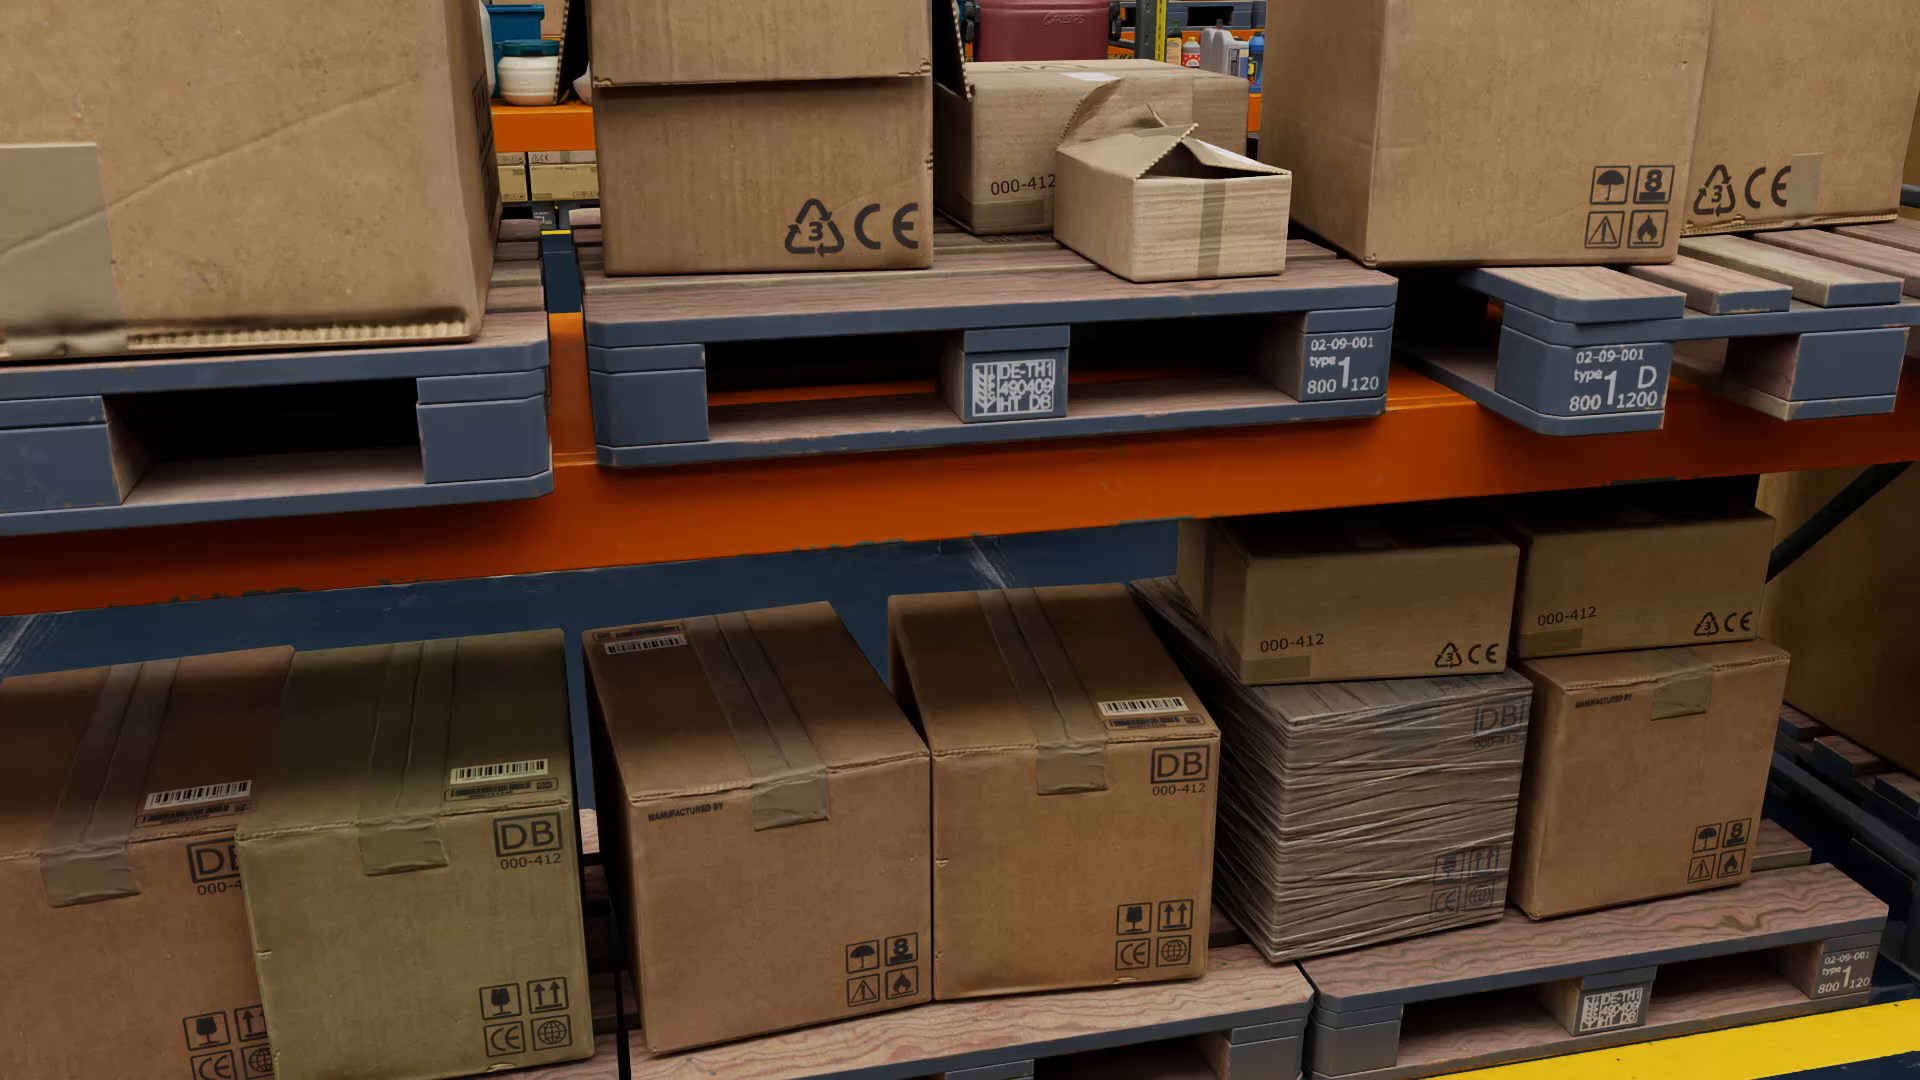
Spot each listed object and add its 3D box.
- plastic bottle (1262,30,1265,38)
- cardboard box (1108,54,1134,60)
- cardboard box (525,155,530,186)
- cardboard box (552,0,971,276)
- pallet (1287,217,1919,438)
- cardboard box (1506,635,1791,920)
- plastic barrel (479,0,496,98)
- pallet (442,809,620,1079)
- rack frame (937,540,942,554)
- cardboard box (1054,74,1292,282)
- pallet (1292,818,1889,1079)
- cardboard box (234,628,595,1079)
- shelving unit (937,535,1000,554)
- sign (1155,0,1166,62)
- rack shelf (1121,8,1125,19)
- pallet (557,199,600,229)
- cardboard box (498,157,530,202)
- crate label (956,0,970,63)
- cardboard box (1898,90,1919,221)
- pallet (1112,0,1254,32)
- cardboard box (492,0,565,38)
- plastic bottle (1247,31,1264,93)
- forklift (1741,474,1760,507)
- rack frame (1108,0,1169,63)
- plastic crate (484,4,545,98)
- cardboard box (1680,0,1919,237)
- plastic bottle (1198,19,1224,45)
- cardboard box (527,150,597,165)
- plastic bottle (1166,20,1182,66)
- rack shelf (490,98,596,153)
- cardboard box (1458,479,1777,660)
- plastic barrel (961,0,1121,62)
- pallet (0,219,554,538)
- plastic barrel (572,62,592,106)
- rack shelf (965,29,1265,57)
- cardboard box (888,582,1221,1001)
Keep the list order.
[{"bbox_3d":[1.570,-2.479,8.407,0.097,0.271,0.097,0,20,0],"label":"plastic bottle"},{"bbox_3d":[1.754,-5.053,17.763,0.750,0.750,0.750,-4,21,-12],"label":"cardboard box"},{"bbox_3d":[-3.456,-2.745,12.333,0.500,0.250,0.500,-5,21,-13],"label":"cardboard box"},{"bbox_3d":[-0.344,-0.767,2.786,0.637,0.503,0.797,-3,20,-7],"label":"cardboard box"},{"bbox_3d":[1.214,-0.488,3.063,1.003,0.211,1.213,-5,21,-12],"label":"pallet"},{"bbox_3d":[1.236,0.357,3.473,0.500,0.500,0.700,-6,21,-15],"label":"cardboard box"},{"bbox_3d":[-2.168,-2.077,6.926,0.433,0.535,0.433,0,20,0],"label":"plastic barrel"},{"bbox_3d":[-1.252,0.894,3.067,1.213,0.211,1.003,-5,21,-12],"label":"pallet"},{"bbox_3d":[-0.091,-0.415,5.640,0.006,0.900,0.240,-5,21,-12],"label":"rack frame"},{"bbox_3d":[0.323,-0.581,2.626,0.258,0.266,0.396,-5,21,-14],"label":"cardboard box"},{"bbox_3d":[1.122,0.701,3.594,1.213,0.211,1.003,-5,21,-12],"label":"pallet"},{"bbox_3d":[-0.938,0.541,2.971,0.500,0.500,0.700,-5,21,-13],"label":"cardboard box"},{"bbox_3d":[0.008,-0.423,5.662,0.210,0.900,0.258,-5,21,-12],"label":"shelving unit"},{"bbox_3d":[0.877,-2.221,7.278,0.005,0.325,0.100,-5,21,-12],"label":"sign"},{"bbox_3d":[0.410,-5.464,17.416,4.000,0.370,1.077,-5,21,-12],"label":"rack shelf"},{"bbox_3d":[-2.388,-2.529,12.412,1.213,0.211,1.003,-5,21,-12],"label":"pallet"},{"bbox_3d":[-3.338,-2.564,11.841,0.500,0.250,0.500,-4,21,-11],"label":"cardboard box"},{"bbox_3d":[-0.286,-2.356,7.834,0.616,0.435,0.502,-5,21,-12],"label":"crate label"},{"bbox_3d":[2.306,-0.839,3.598,0.500,0.500,0.500,-4,20,-11],"label":"cardboard box"},{"bbox_3d":[1.499,-4.051,12.792,1.213,0.211,1.003,-5,21,-12],"label":"pallet"},{"bbox_3d":[-3.021,-3.813,11.718,0.500,0.500,0.500,-3,20,-9],"label":"cardboard box"},{"bbox_3d":[1.358,-2.193,7.628,0.097,0.271,0.097,0,20,0],"label":"plastic bottle"},{"bbox_3d":[2.872,-1.527,5.722,3.031,2.935,1.130,-3,20,-7],"label":"forklift"},{"bbox_3d":[0.744,-2.328,7.808,0.127,3.000,1.000,-5,21,-12],"label":"rack frame"},{"bbox_3d":[-2.147,-2.195,7.469,0.575,0.384,0.392,-5,21,-12],"label":"plastic crate"},{"bbox_3d":[1.367,-0.858,3.039,0.500,0.500,0.500,-7,21,-19],"label":"cardboard box"},{"bbox_3d":[1.264,-2.466,8.355,0.133,0.283,0.061,-5,21,-12],"label":"plastic bottle"},{"bbox_3d":[-2.834,-2.867,11.853,0.500,0.311,0.500,-5,21,-14],"label":"cardboard box"},{"bbox_3d":[1.039,-2.448,8.305,0.133,0.283,0.061,-5,21,-12],"label":"plastic bottle"},{"bbox_3d":[-1.203,-1.831,7.499,4.000,0.370,1.077,-5,21,-12],"label":"rack shelf"},{"bbox_3d":[1.238,0.008,3.335,0.500,0.250,0.500,-4,20,-10],"label":"cardboard box"},{"bbox_3d":[0.362,-2.253,7.407,0.708,0.536,0.600,-5,21,-12],"label":"plastic barrel"},{"bbox_3d":[-1.232,-0.275,2.483,1.213,0.211,1.003,-5,21,-12],"label":"pallet"},{"bbox_3d":[-1.454,-2.135,7.085,0.433,0.535,0.433,0,20,0],"label":"plastic barrel"},{"bbox_3d":[1.554,-3.806,12.891,4.000,0.370,1.077,-5,21,-12],"label":"rack shelf"},{"bbox_3d":[0.149,0.453,3.213,0.500,0.500,0.700,-3,20,-8],"label":"cardboard box"}]
